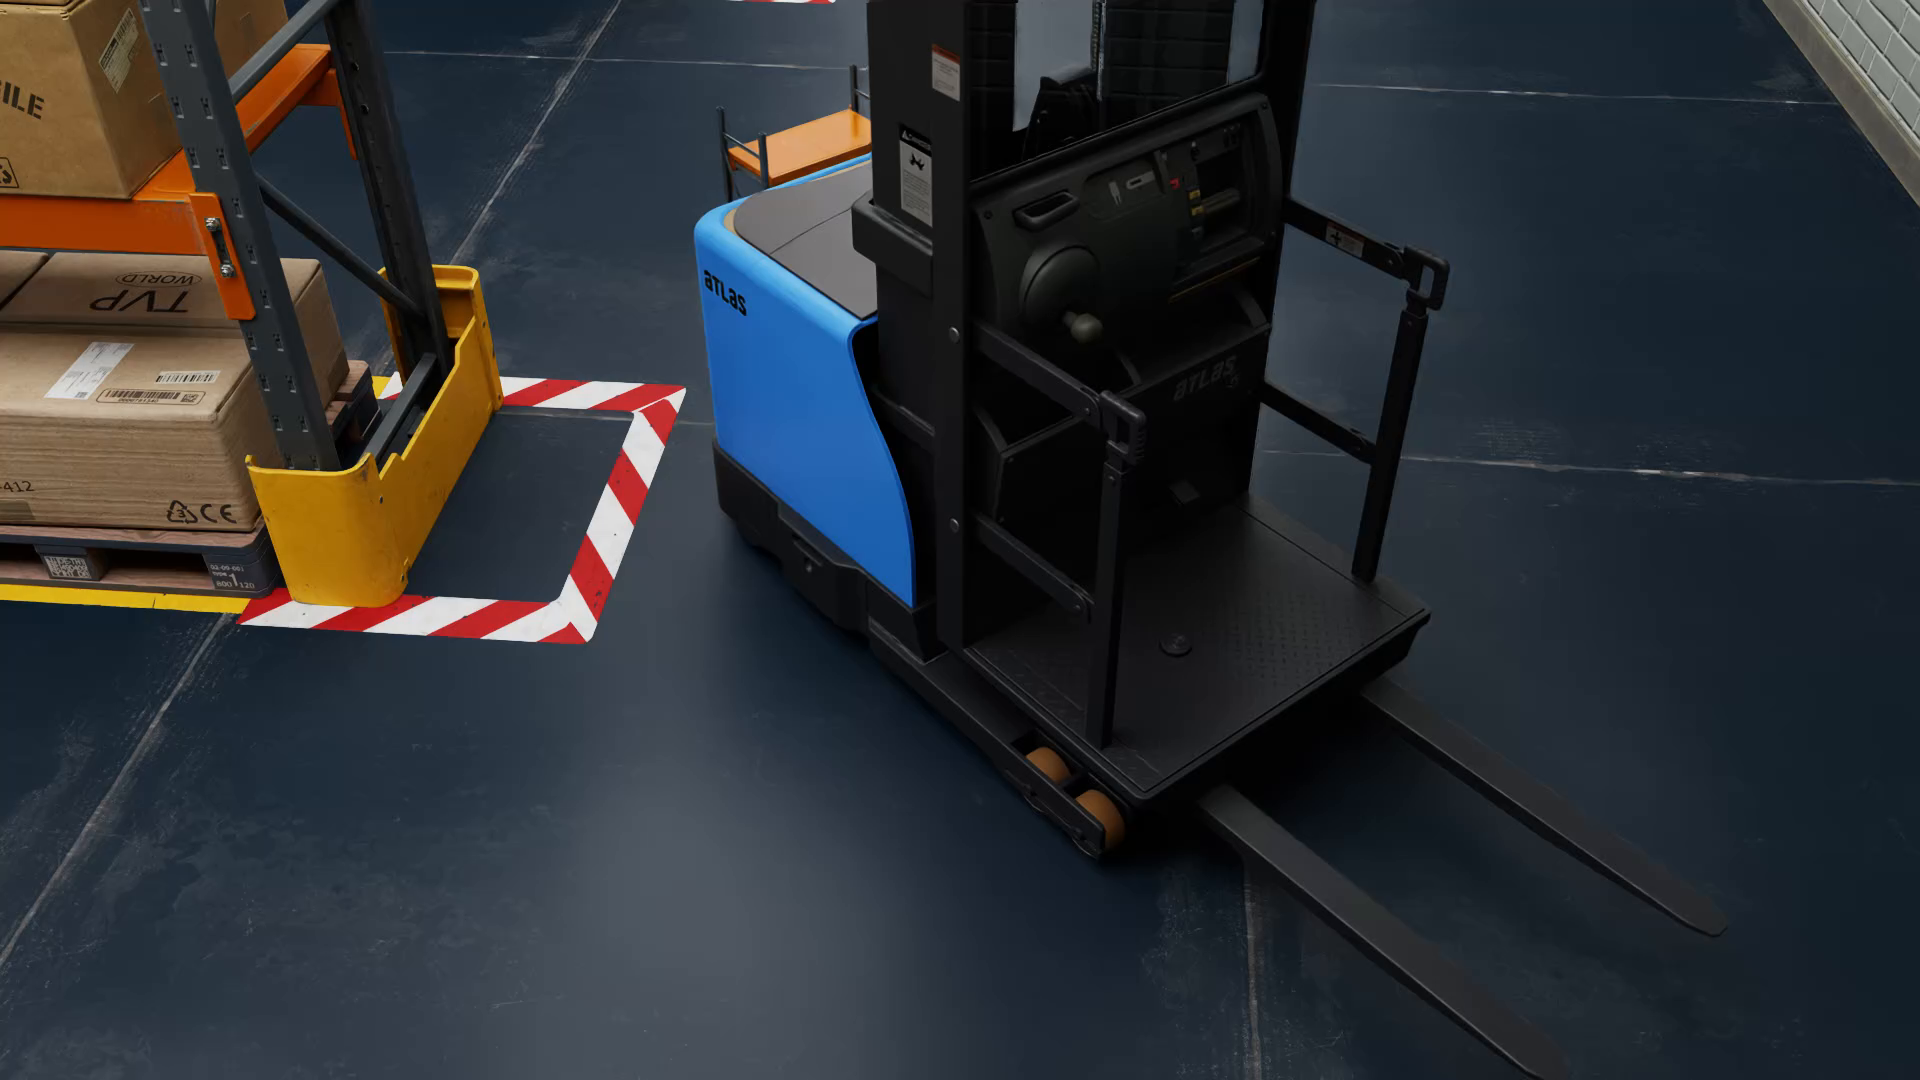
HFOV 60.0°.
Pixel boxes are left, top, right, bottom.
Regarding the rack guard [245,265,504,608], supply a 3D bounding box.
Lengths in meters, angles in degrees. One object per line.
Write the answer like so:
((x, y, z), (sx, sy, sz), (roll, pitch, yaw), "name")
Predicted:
((-1.822, -0.363, 5.300), (0.348, 0.500, 1.175), (3, 39, 4), "rack guard")

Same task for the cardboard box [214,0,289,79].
((-2.299, -1.579, 4.735), (0.500, 0.500, 0.500), (3, 39, 3), "cardboard box")

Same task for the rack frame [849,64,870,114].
((-0.262, -0.954, 5.472), (0.015, 1.200, 0.240), (-27, 46, -29), "rack frame")

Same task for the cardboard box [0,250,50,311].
((-3.424, -0.521, 5.210), (0.875, 0.438, 0.875), (4, 39, 5), "cardboard box")

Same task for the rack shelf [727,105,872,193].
((-0.451, -1.162, 5.104), (0.480, 0.148, 0.258), (-27, 46, -29), "rack shelf")

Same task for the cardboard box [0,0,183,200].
((-2.349, -1.232, 4.309), (0.500, 0.500, 0.500), (3, 39, 4), "cardboard box")

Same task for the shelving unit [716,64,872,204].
((-0.451, -0.857, 5.352), (0.503, 1.200, 0.258), (-27, 46, -29), "shelving unit")

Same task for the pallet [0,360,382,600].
((-2.649, -0.247, 5.386), (1.213, 0.211, 1.003), (3, 39, 4), "pallet")

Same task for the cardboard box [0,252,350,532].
((-2.512, -0.476, 5.156), (0.875, 0.438, 0.875), (2, 39, 2), "cardboard box")

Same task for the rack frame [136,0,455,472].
((-1.846, -1.334, 4.512), (0.127, 3.000, 1.000), (3, 39, 4), "rack frame")

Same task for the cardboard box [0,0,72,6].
((-2.346, -1.637, 4.014), (0.500, 0.500, 0.500), (4, 39, 5), "cardboard box")

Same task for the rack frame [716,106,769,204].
((-0.640, -0.760, 5.233), (0.015, 1.200, 0.240), (-27, 46, -29), "rack frame")

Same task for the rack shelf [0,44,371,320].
((-3.838, -1.164, 4.873), (4.000, 0.370, 1.077), (3, 39, 4), "rack shelf")

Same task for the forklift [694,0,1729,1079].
((0.553, -0.691, 3.777), (1.130, 2.935, 3.031), (-27, 46, -29), "forklift")
